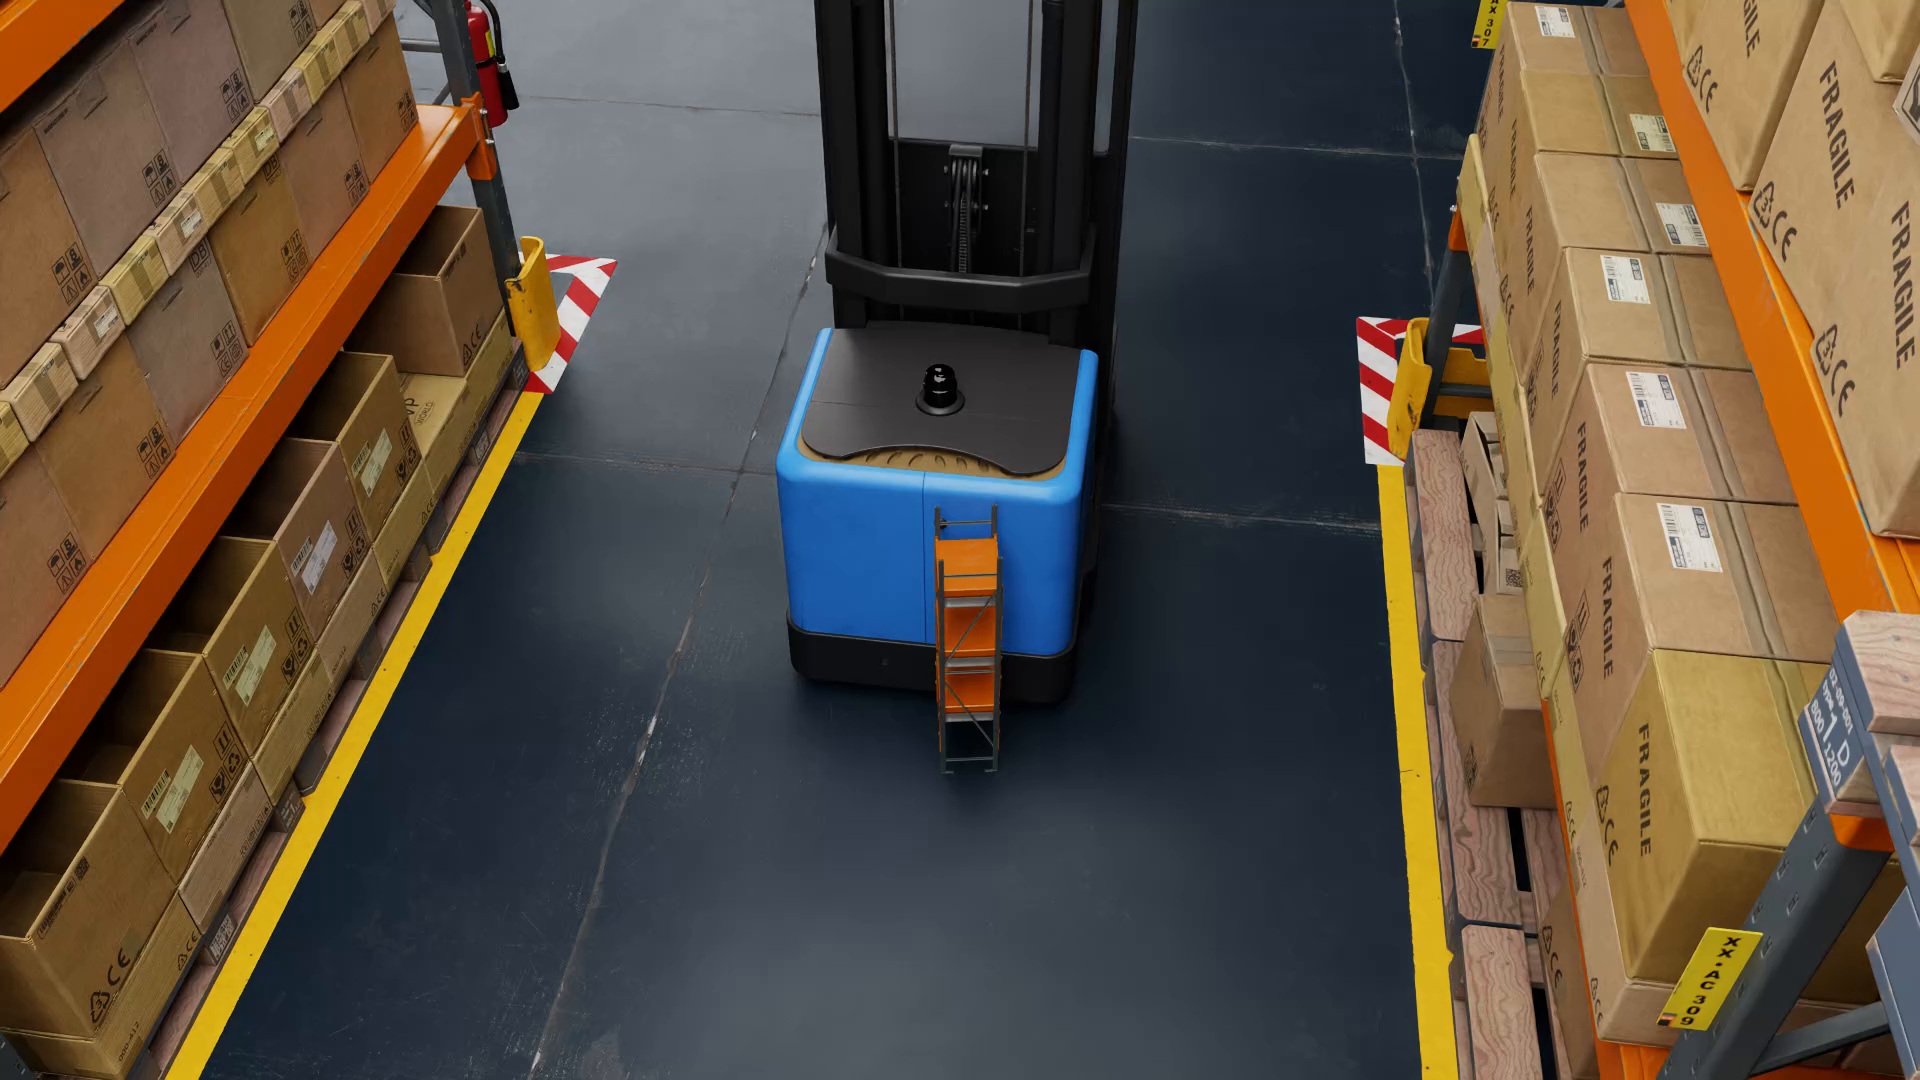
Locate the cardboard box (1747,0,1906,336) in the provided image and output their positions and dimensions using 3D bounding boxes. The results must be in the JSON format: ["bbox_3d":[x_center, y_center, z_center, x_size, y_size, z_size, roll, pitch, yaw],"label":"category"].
[{"bbox_3d":[1.827,-0.669,3.006,0.500,0.500,0.500,2,43,2],"label":"cardboard box"}]

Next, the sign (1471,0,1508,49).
[{"bbox_3d":[1.916,-1.915,5.962,0.100,0.325,0.005,5,44,6],"label":"sign"}]

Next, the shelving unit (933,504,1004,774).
[{"bbox_3d":[0.026,0.356,5.610,0.215,1.050,0.252,-2,43,-2],"label":"shelving unit"}]

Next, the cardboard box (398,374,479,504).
[{"bbox_3d":[-2.289,-0.419,6.706,0.500,0.250,0.500,5,44,6],"label":"cardboard box"}]

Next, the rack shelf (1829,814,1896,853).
[{"bbox_3d":[1.661,1.709,1.105,1.077,0.370,4.000,5,44,6],"label":"rack shelf"}]

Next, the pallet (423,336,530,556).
[{"bbox_3d":[-2.516,-0.462,7.084,1.003,0.211,1.213,5,44,6],"label":"pallet"}]

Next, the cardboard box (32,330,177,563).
[{"bbox_3d":[-2.799,-0.314,4.828,0.700,0.500,0.500,6,44,6],"label":"cardboard box"}]

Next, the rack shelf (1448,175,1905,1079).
[{"bbox_3d":[2.190,0.072,5.015,1.077,0.370,4.000,5,44,6],"label":"rack shelf"}]

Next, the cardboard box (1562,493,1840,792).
[{"bbox_3d":[1.742,0.258,3.845,0.500,0.500,0.500,5,44,5],"label":"cardboard box"}]

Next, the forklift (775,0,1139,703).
[{"bbox_3d":[0.087,-1.493,6.195,1.130,2.935,3.031,5,44,6],"label":"forklift"}]

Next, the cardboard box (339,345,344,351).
[{"bbox_3d":[-2.748,-0.808,7.116,0.500,0.250,0.500,5,44,6],"label":"cardboard box"}]

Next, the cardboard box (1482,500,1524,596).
[{"bbox_3d":[2.198,0.117,6.081,0.500,0.311,0.500,9,44,9],"label":"cardboard box"}]

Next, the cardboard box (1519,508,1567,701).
[{"bbox_3d":[1.813,0.188,4.464,0.500,0.250,0.500,5,44,5],"label":"cardboard box"}]

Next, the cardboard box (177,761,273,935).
[{"bbox_3d":[-2.552,0.944,5.266,0.500,0.250,0.500,5,44,6],"label":"cardboard box"}]

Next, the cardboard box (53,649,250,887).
[{"bbox_3d":[-2.555,0.671,5.009,0.500,0.500,0.500,5,44,6],"label":"cardboard box"}]

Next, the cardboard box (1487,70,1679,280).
[{"bbox_3d":[2.018,-1.143,5.325,0.500,0.500,0.500,5,44,6],"label":"cardboard box"}]

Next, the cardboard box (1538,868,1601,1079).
[{"bbox_3d":[2.023,1.211,4.787,0.500,0.500,0.500,2,43,2],"label":"cardboard box"}]

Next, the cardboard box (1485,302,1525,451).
[{"bbox_3d":[1.947,-0.499,5.190,0.500,0.250,0.500,5,44,5],"label":"cardboard box"}]

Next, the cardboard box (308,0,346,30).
[{"bbox_3d":[-2.538,-2.154,5.827,0.700,0.500,0.500,5,44,6],"label":"cardboard box"}]

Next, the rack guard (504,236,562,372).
[{"bbox_3d":[-2.453,-1.108,7.557,1.175,0.500,0.348,5,44,6],"label":"rack guard"}]

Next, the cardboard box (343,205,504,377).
[{"bbox_3d":[-2.232,-1.033,6.809,0.500,0.500,0.500,5,44,6],"label":"cardboard box"}]

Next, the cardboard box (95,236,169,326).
[{"bbox_3d":[-2.556,-0.767,4.834,0.380,0.149,0.250,5,44,5],"label":"cardboard box"}]

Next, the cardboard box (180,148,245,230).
[{"bbox_3d":[-2.488,-1.111,5.197,0.380,0.149,0.250,6,44,7],"label":"cardboard box"}]

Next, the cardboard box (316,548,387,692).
[{"bbox_3d":[-2.421,0.262,5.986,0.500,0.250,0.500,5,44,6],"label":"cardboard box"}]

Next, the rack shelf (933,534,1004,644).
[{"bbox_3d":[0.026,0.158,5.422,0.215,0.259,0.240,-2,43,-2],"label":"rack shelf"}]

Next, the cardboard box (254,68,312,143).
[{"bbox_3d":[-2.420,-1.470,5.576,0.380,0.149,0.250,6,44,6],"label":"cardboard box"}]

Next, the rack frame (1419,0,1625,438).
[{"bbox_3d":[2.454,-1.552,6.207,1.000,3.000,0.127,5,44,6],"label":"rack frame"}]

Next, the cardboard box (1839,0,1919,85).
[{"bbox_3d":[1.785,-1.064,2.696,0.500,0.500,0.500,7,44,8],"label":"cardboard box"}]

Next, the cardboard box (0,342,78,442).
[{"bbox_3d":[-2.624,-0.407,4.454,0.380,0.149,0.250,4,44,4],"label":"cardboard box"}]

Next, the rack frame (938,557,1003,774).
[{"bbox_3d":[0.032,0.440,5.522,0.200,1.050,0.008,-2,43,-2],"label":"rack frame"}]

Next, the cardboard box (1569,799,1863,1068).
[{"bbox_3d":[1.688,0.871,3.743,0.500,0.250,0.500,5,44,6],"label":"cardboard box"}]

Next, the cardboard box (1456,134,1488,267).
[{"bbox_3d":[2.075,-1.201,5.931,0.500,0.250,0.500,4,44,4],"label":"cardboard box"}]

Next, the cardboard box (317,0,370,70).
[{"bbox_3d":[-2.351,-1.815,5.941,0.380,0.149,0.250,6,44,7],"label":"cardboard box"}]

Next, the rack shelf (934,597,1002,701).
[{"bbox_3d":[0.026,0.364,5.618,0.215,0.259,0.240,-2,43,-2],"label":"rack shelf"}]

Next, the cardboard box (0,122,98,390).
[{"bbox_3d":[-2.800,-0.770,4.365,0.700,0.500,0.500,5,44,5],"label":"cardboard box"}]

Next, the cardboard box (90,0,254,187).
[{"bbox_3d":[-2.668,-1.451,5.085,0.700,0.500,0.500,5,44,6],"label":"cardboard box"}]

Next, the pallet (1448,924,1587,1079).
[{"bbox_3d":[1.979,1.726,4.774,1.003,0.211,1.213,5,44,6],"label":"pallet"}]

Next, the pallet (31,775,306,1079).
[{"bbox_3d":[-2.839,1.201,5.328,1.003,0.211,1.213,5,44,6],"label":"pallet"}]

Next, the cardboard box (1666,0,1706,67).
[{"bbox_3d":[1.942,-1.395,3.773,0.500,0.500,0.500,8,44,8],"label":"cardboard box"}]

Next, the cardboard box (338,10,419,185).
[{"bbox_3d":[-2.531,-1.719,6.311,0.700,0.500,0.500,5,44,6],"label":"cardboard box"}]

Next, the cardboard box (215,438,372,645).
[{"bbox_3d":[-2.417,-0.010,5.728,0.500,0.500,0.500,5,44,6],"label":"cardboard box"}]

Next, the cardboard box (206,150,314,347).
[{"bbox_3d":[-2.667,-1.023,5.576,0.700,0.500,0.500,6,44,6],"label":"cardboard box"}]

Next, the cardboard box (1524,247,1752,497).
[{"bbox_3d":[1.887,-0.438,4.581,0.500,0.500,0.500,6,44,7],"label":"cardboard box"}]

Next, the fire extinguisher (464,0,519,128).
[{"bbox_3d":[-1.980,-2.010,6.747,0.296,0.674,0.183,5,44,6],"label":"fire extinguisher"}]
